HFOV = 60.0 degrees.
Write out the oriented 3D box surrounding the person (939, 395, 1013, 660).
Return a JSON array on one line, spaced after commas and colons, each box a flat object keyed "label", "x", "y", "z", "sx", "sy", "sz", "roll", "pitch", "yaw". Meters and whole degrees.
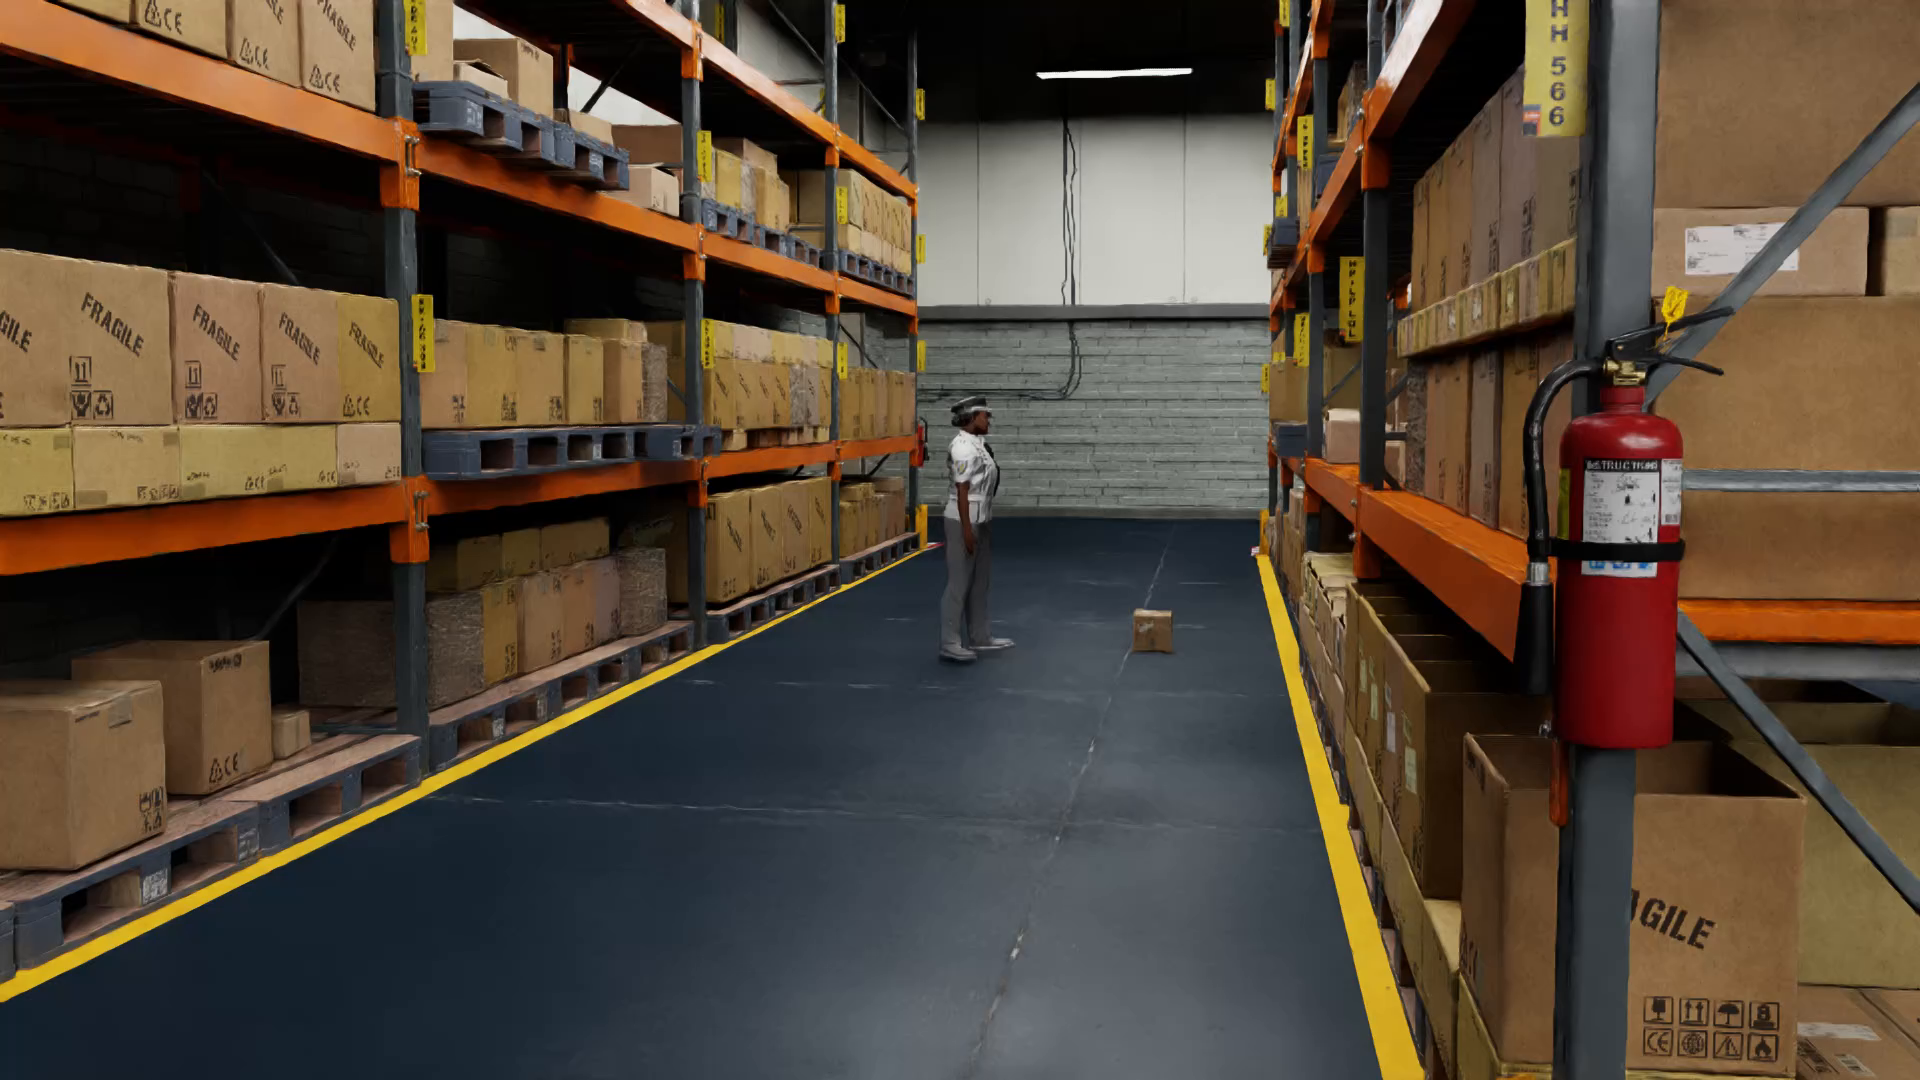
[{"label": "person", "x": 0.100, "y": -0.091, "z": 10.706, "sx": 0.440, "sy": 1.681, "sz": 0.527, "roll": 1, "pitch": 5, "yaw": 11}]
